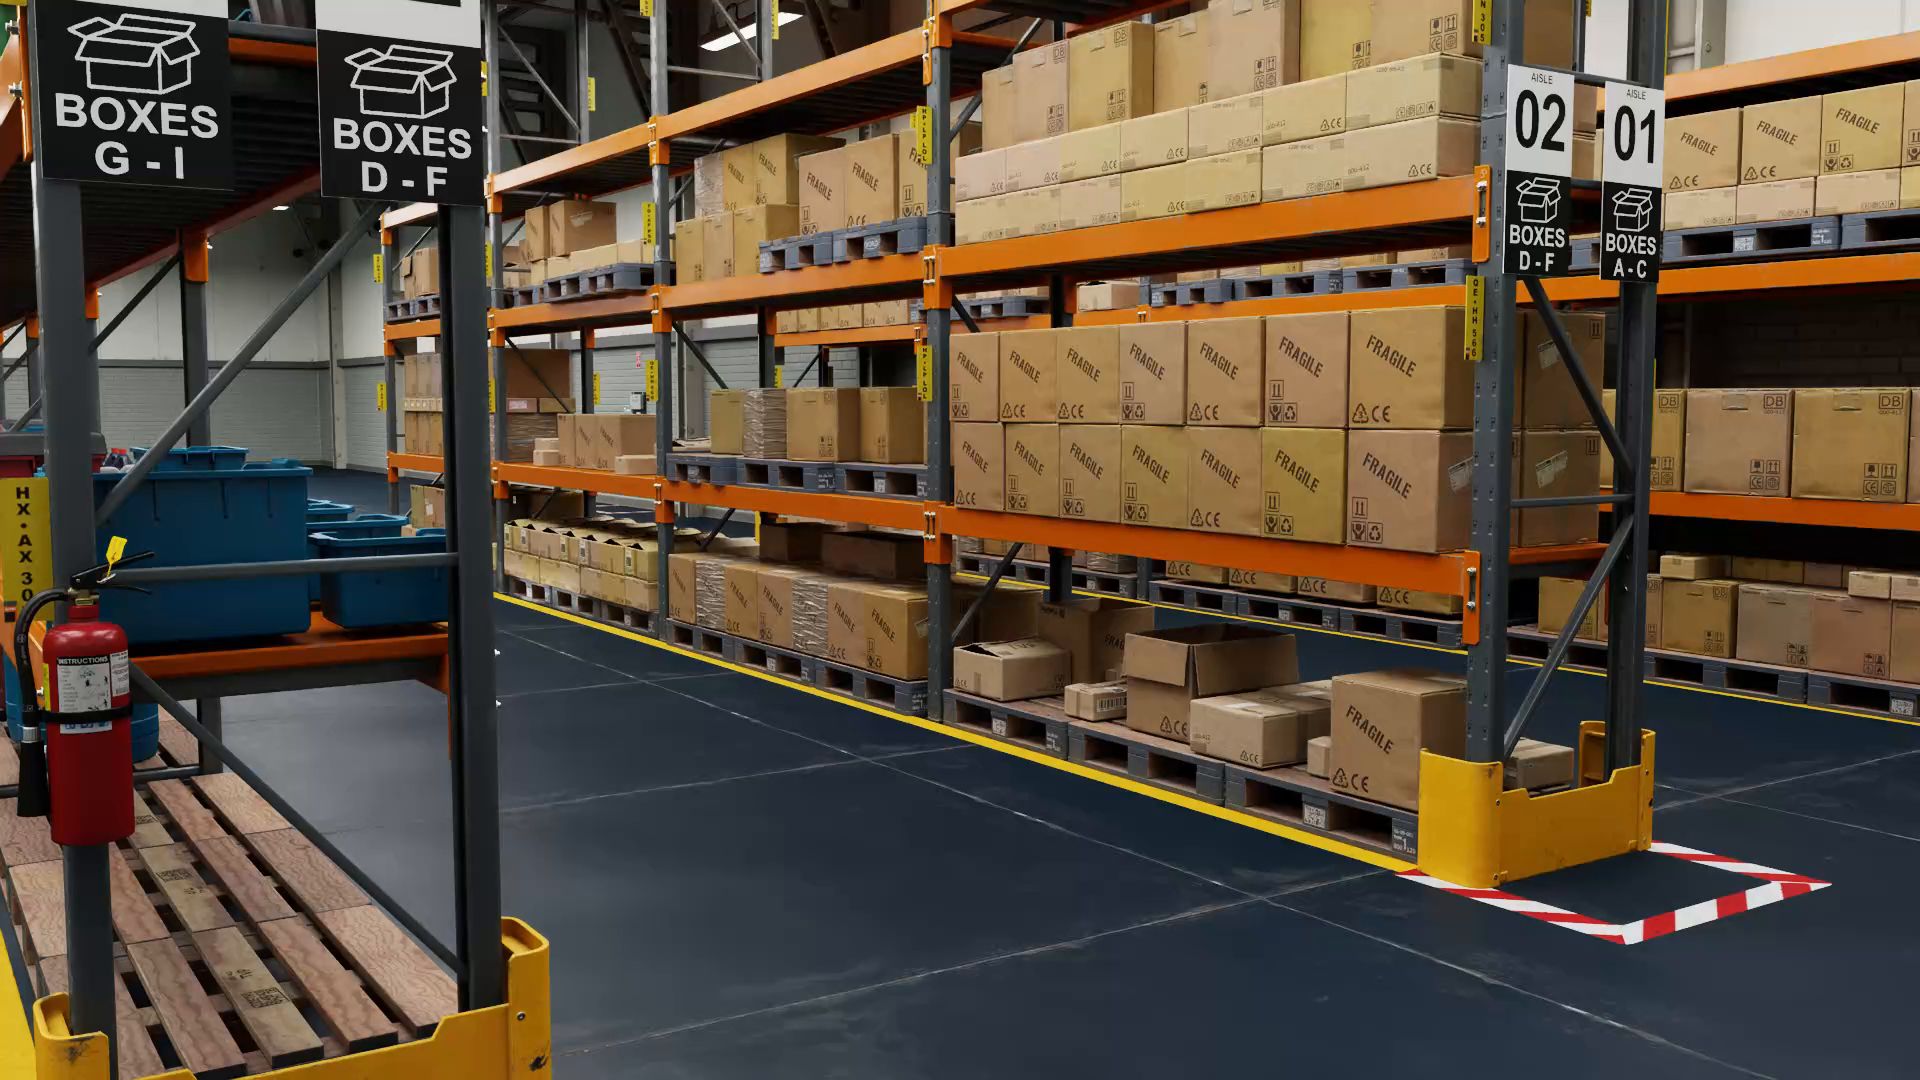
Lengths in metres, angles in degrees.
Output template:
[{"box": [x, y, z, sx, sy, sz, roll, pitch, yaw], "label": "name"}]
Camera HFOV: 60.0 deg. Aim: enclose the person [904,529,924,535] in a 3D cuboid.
[{"box": [-0.350, -0.173, 15.229, 0.452, 1.660, 0.560, -3, 6, -35], "label": "person"}]
